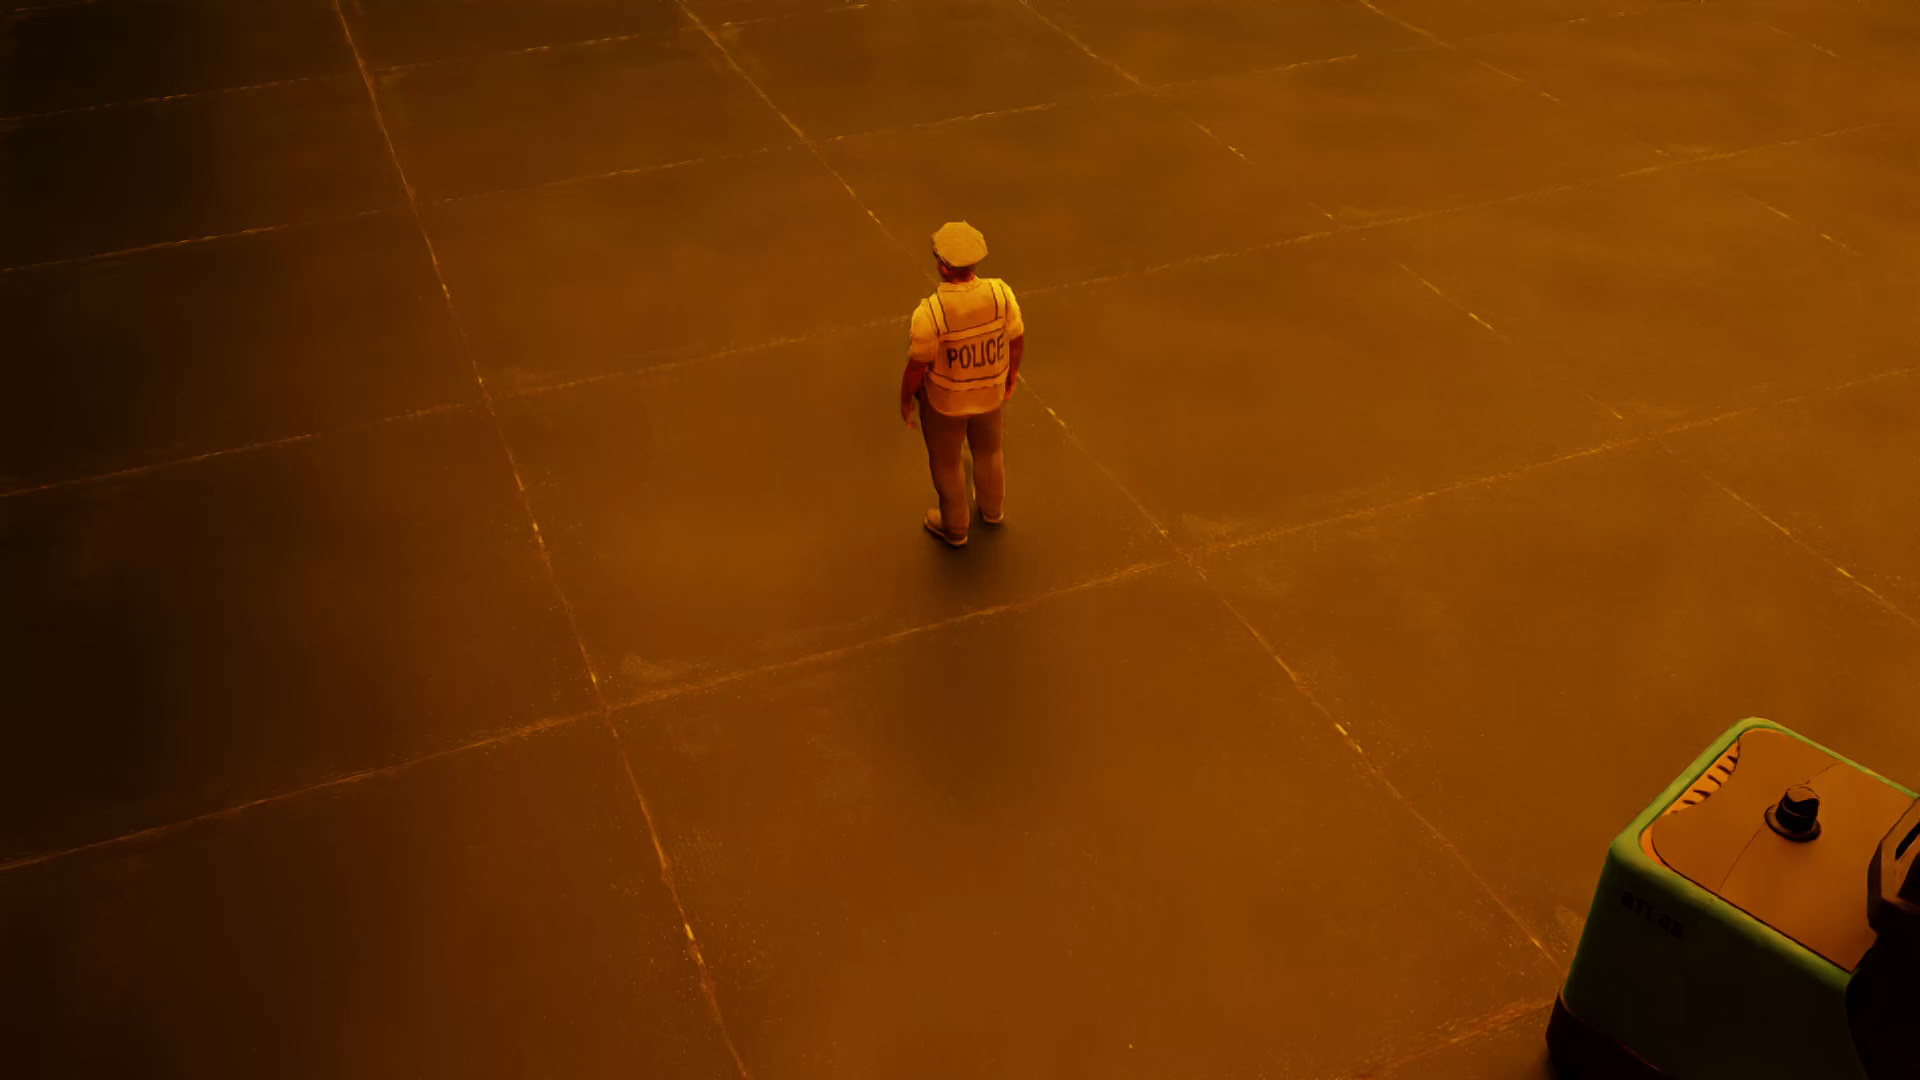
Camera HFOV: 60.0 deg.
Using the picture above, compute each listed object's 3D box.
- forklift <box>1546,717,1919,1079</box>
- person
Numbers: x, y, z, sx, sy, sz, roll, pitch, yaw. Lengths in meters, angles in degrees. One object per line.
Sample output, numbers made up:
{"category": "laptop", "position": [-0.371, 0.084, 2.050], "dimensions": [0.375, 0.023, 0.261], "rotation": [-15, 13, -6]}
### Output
{"category": "forklift", "position": [3.478, 1.101, 4.551], "dimensions": [1.130, 2.935, 3.031], "rotation": [-28, 44, -34]}
{"category": "person", "position": [-0.020, -0.777, 8.169], "dimensions": [0.640, 1.781, 0.574], "rotation": [-14, 38, -19]}
